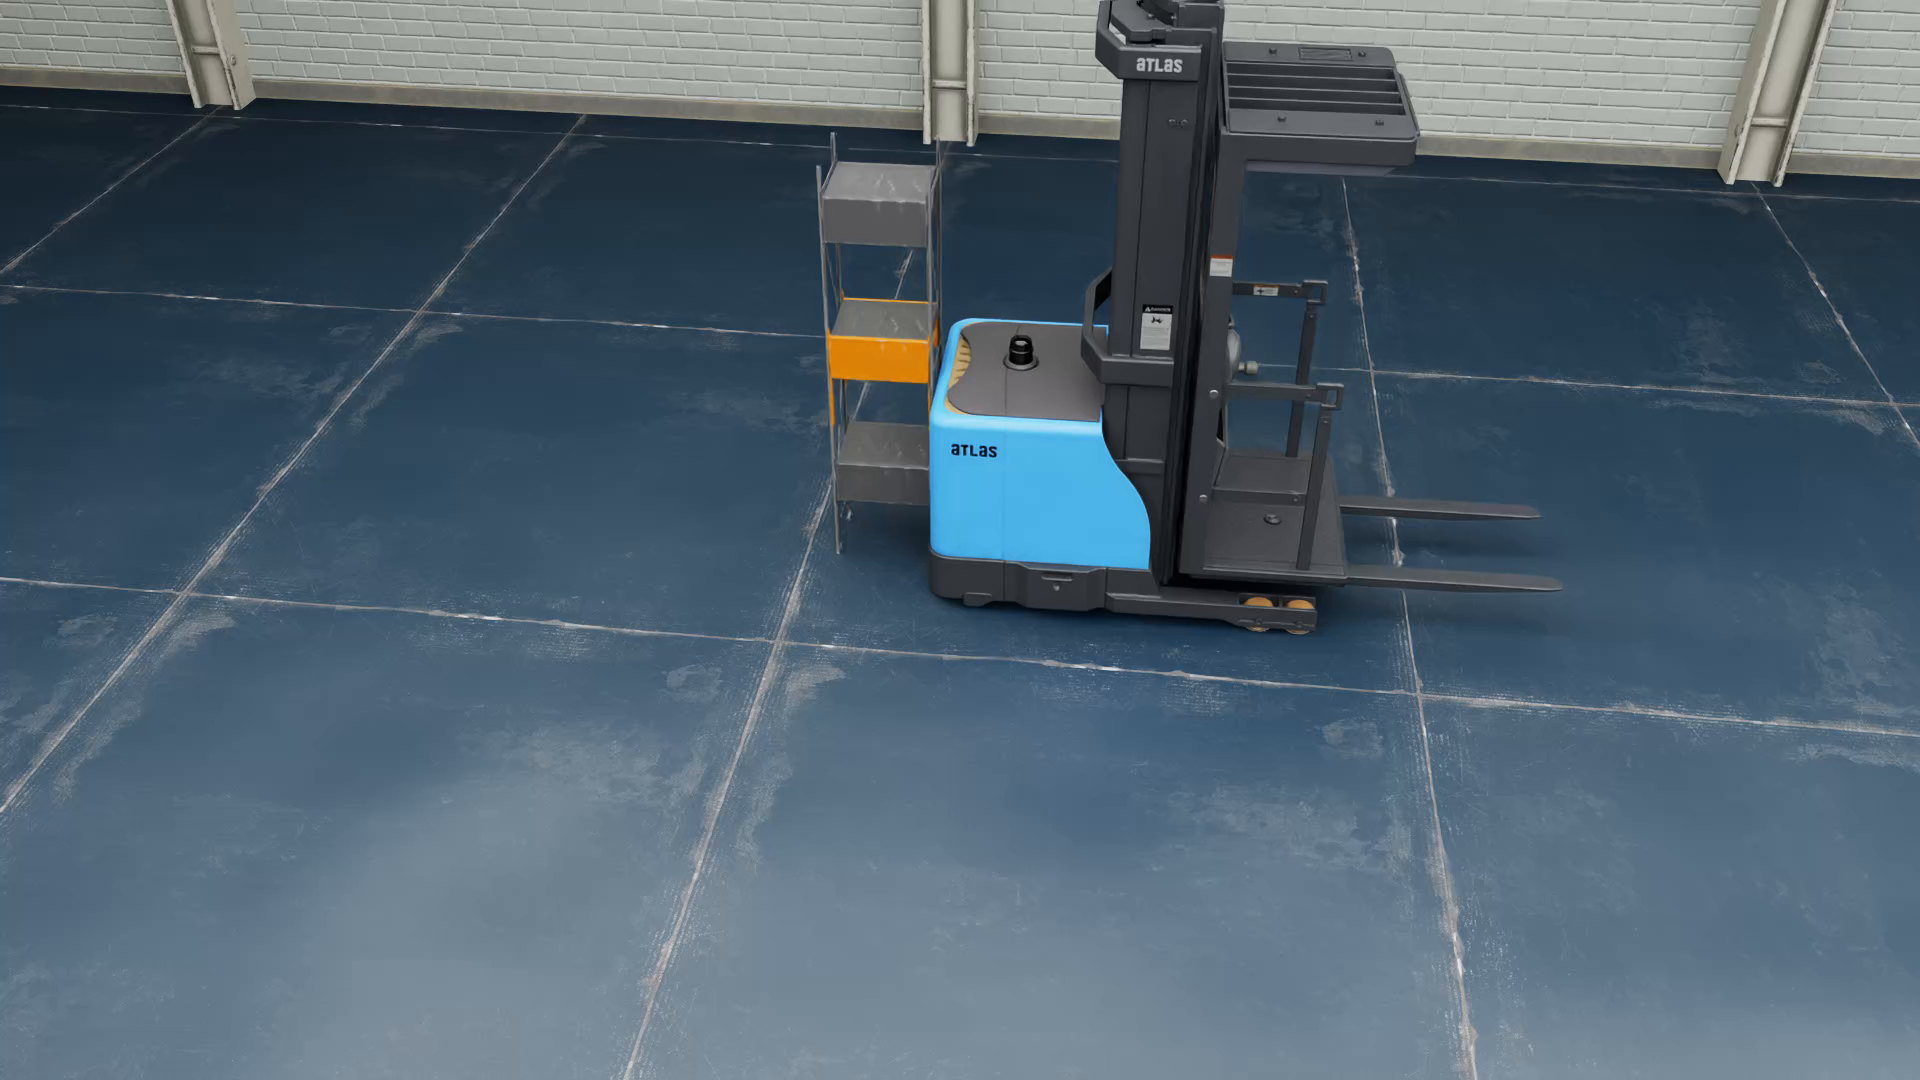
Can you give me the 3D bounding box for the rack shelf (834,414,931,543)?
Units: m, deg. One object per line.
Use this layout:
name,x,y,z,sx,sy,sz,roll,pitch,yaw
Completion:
rack shelf,-0.358,-0.298,8.446,0.480,0.518,0.431,4,36,5

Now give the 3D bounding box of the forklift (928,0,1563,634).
forklift,1.398,-1.068,7.580,3.031,2.935,1.130,4,36,5

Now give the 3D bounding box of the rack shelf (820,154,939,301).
rack shelf,-0.358,-1.438,7.632,0.480,0.518,0.431,4,36,5

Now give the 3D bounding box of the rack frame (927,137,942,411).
rack frame,-0.116,-0.863,8.009,0.015,2.100,0.400,4,36,5

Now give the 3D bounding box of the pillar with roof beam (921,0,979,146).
pillar with roof beam,-0.619,-4.335,6.935,0.400,9.000,9.100,4,36,6

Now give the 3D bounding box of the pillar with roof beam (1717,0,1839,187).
pillar with roof beam,5.332,-3.891,6.313,0.400,9.000,9.100,4,36,6

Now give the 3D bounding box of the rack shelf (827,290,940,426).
rack shelf,-0.358,-0.868,8.039,0.480,0.518,0.431,4,36,5

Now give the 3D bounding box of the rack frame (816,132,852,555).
rack frame,-0.601,-0.894,8.052,0.015,2.100,0.400,4,36,5

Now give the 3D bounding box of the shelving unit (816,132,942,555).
shelving unit,-0.358,-0.879,8.031,0.503,2.100,0.431,4,36,5

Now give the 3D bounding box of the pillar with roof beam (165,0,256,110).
pillar with roof beam,-6.570,-4.779,7.557,0.400,9.000,9.100,4,36,6
